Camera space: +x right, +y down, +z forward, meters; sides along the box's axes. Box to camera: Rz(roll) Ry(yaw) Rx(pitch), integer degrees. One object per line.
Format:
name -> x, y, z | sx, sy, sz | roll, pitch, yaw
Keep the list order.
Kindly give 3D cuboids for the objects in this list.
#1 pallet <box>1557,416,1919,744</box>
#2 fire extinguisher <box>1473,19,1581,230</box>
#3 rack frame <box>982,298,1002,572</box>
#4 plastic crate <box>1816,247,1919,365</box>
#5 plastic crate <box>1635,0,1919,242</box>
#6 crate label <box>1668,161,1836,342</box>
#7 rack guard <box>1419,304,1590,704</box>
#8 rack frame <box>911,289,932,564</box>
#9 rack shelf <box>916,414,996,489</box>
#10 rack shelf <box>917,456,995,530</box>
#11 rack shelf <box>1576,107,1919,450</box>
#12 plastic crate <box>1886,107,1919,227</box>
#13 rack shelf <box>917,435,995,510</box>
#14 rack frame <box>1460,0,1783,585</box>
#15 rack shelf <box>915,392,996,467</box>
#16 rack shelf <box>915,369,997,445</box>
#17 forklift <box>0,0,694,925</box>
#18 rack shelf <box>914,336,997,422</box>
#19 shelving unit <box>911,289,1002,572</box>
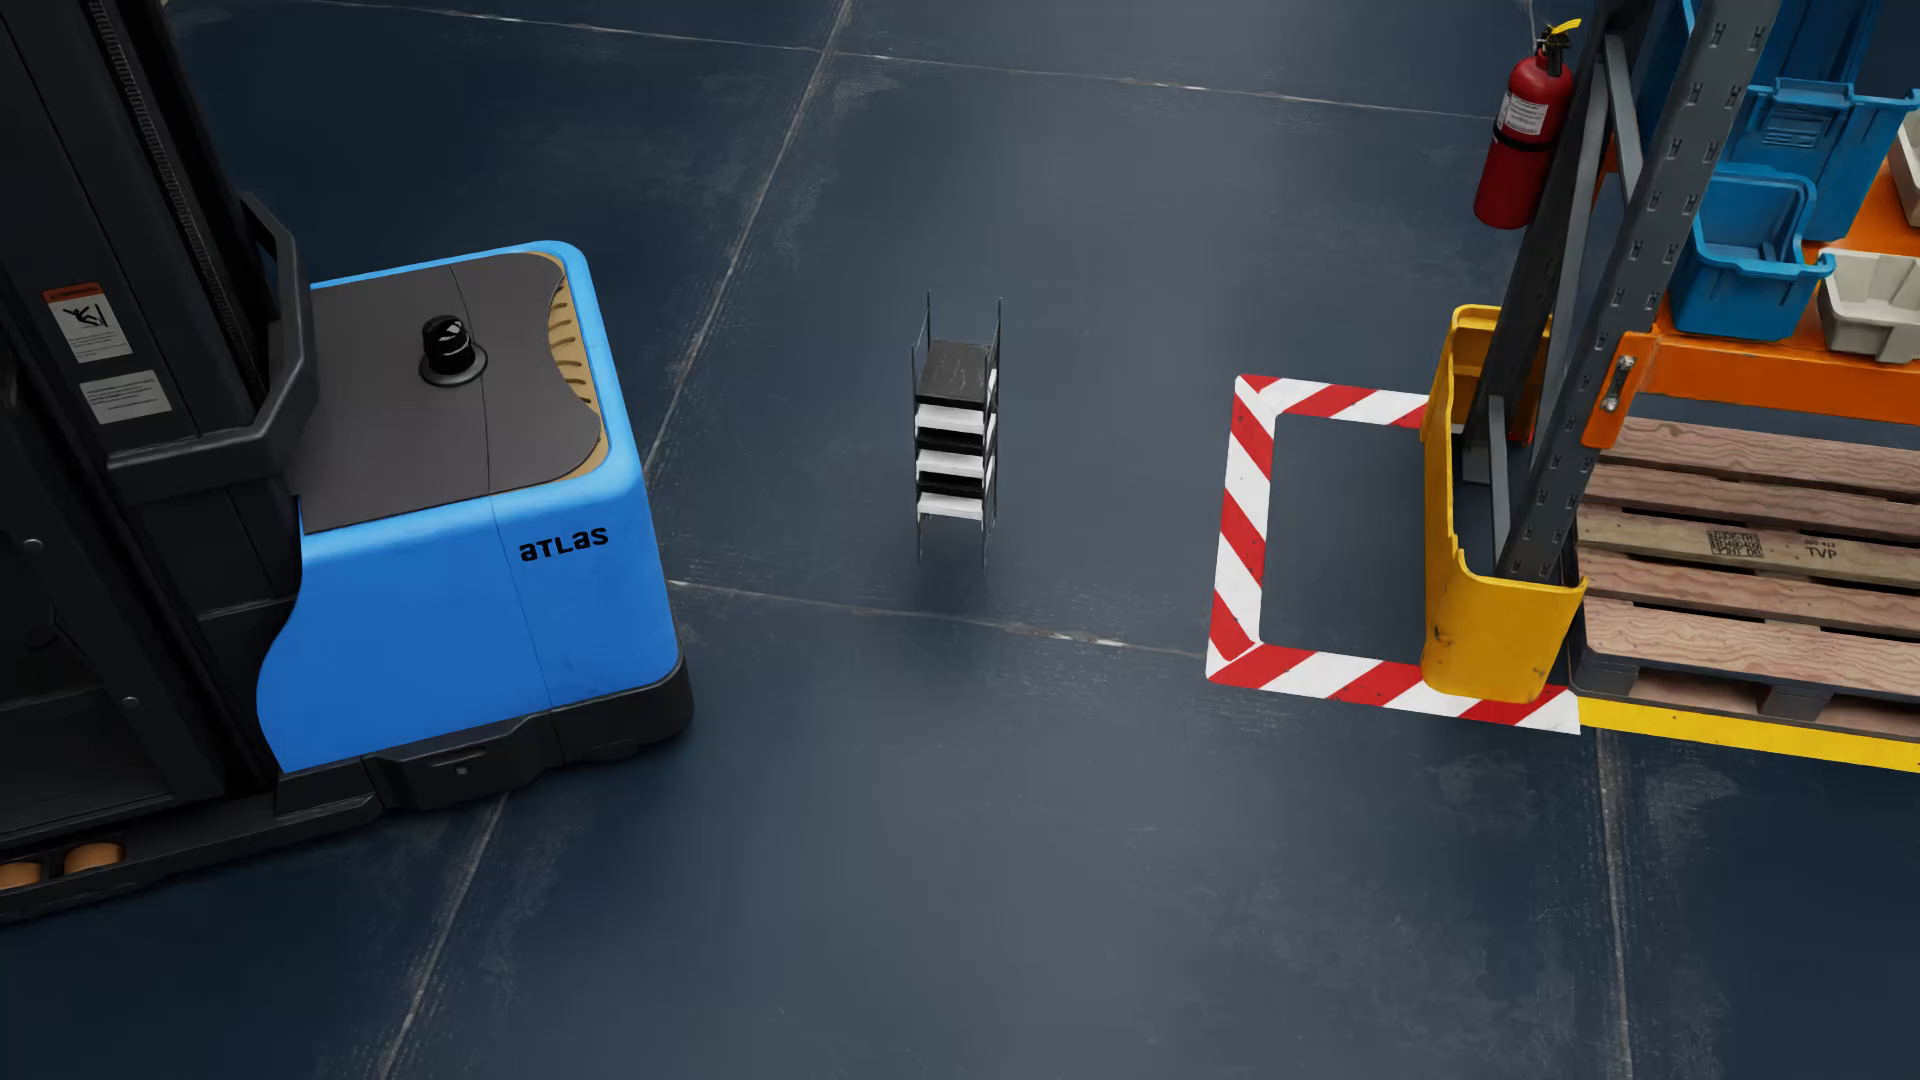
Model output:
pallet -> 2.452, 0.094, 5.024 | 1.213, 0.211, 1.003 | 8, 49, 7
fire extinguisher -> 1.579, -1.178, 4.594 | 0.183, 0.674, 0.296 | 8, 49, 7
rack frame -> 0.092, -0.288, 4.904 | 0.006, 0.900, 0.240 | 8, 49, 7
plastic crate -> 2.132, -0.531, 3.847 | 0.298, 0.136, 0.250 | 8, 49, 7
plastic crate -> 2.010, -1.100, 4.158 | 0.499, 0.435, 0.616 | 8, 49, 7
crate label -> 1.831, -0.666, 3.904 | 0.303, 0.233, 0.416 | 8, 49, 7
rack guard -> 1.621, -0.134, 5.034 | 0.348, 0.500, 1.175 | 8, 49, 7
rack frame -> -0.108, -0.315, 4.928 | 0.006, 0.900, 0.240 | 8, 49, 7
rack shelf -> -0.008, -0.280, 4.941 | 0.200, 0.077, 0.258 | 8, 49, 7
rack shelf -> -0.008, -0.159, 5.075 | 0.200, 0.077, 0.258 | 8, 49, 7
rack shelf -> 3.615, -0.471, 4.140 | 4.000, 0.370, 1.077 | 8, 49, 7
plastic crate -> 2.482, -0.932, 4.208 | 0.243, 0.136, 0.396 | 8, 49, 7
rack shelf -> -0.008, -0.219, 5.008 | 0.200, 0.077, 0.258 | 8, 49, 7
rack frame -> 1.647, -0.976, 4.110 | 0.127, 3.000, 1.000 | 8, 49, 7
rack shelf -> -0.008, -0.340, 4.874 | 0.200, 0.077, 0.258 | 8, 49, 7
rack shelf -> -0.008, -0.400, 4.807 | 0.200, 0.077, 0.258 | 8, 49, 7
forklift -> -2.331, -0.429, 3.665 | 3.031, 2.935, 1.130 | -13, 49, -12
rack shelf -> -0.008, -0.460, 4.740 | 0.200, 0.077, 0.258 | 8, 49, 7
shelving unit -> -0.008, -0.302, 4.916 | 0.210, 0.900, 0.258 | 8, 49, 7
